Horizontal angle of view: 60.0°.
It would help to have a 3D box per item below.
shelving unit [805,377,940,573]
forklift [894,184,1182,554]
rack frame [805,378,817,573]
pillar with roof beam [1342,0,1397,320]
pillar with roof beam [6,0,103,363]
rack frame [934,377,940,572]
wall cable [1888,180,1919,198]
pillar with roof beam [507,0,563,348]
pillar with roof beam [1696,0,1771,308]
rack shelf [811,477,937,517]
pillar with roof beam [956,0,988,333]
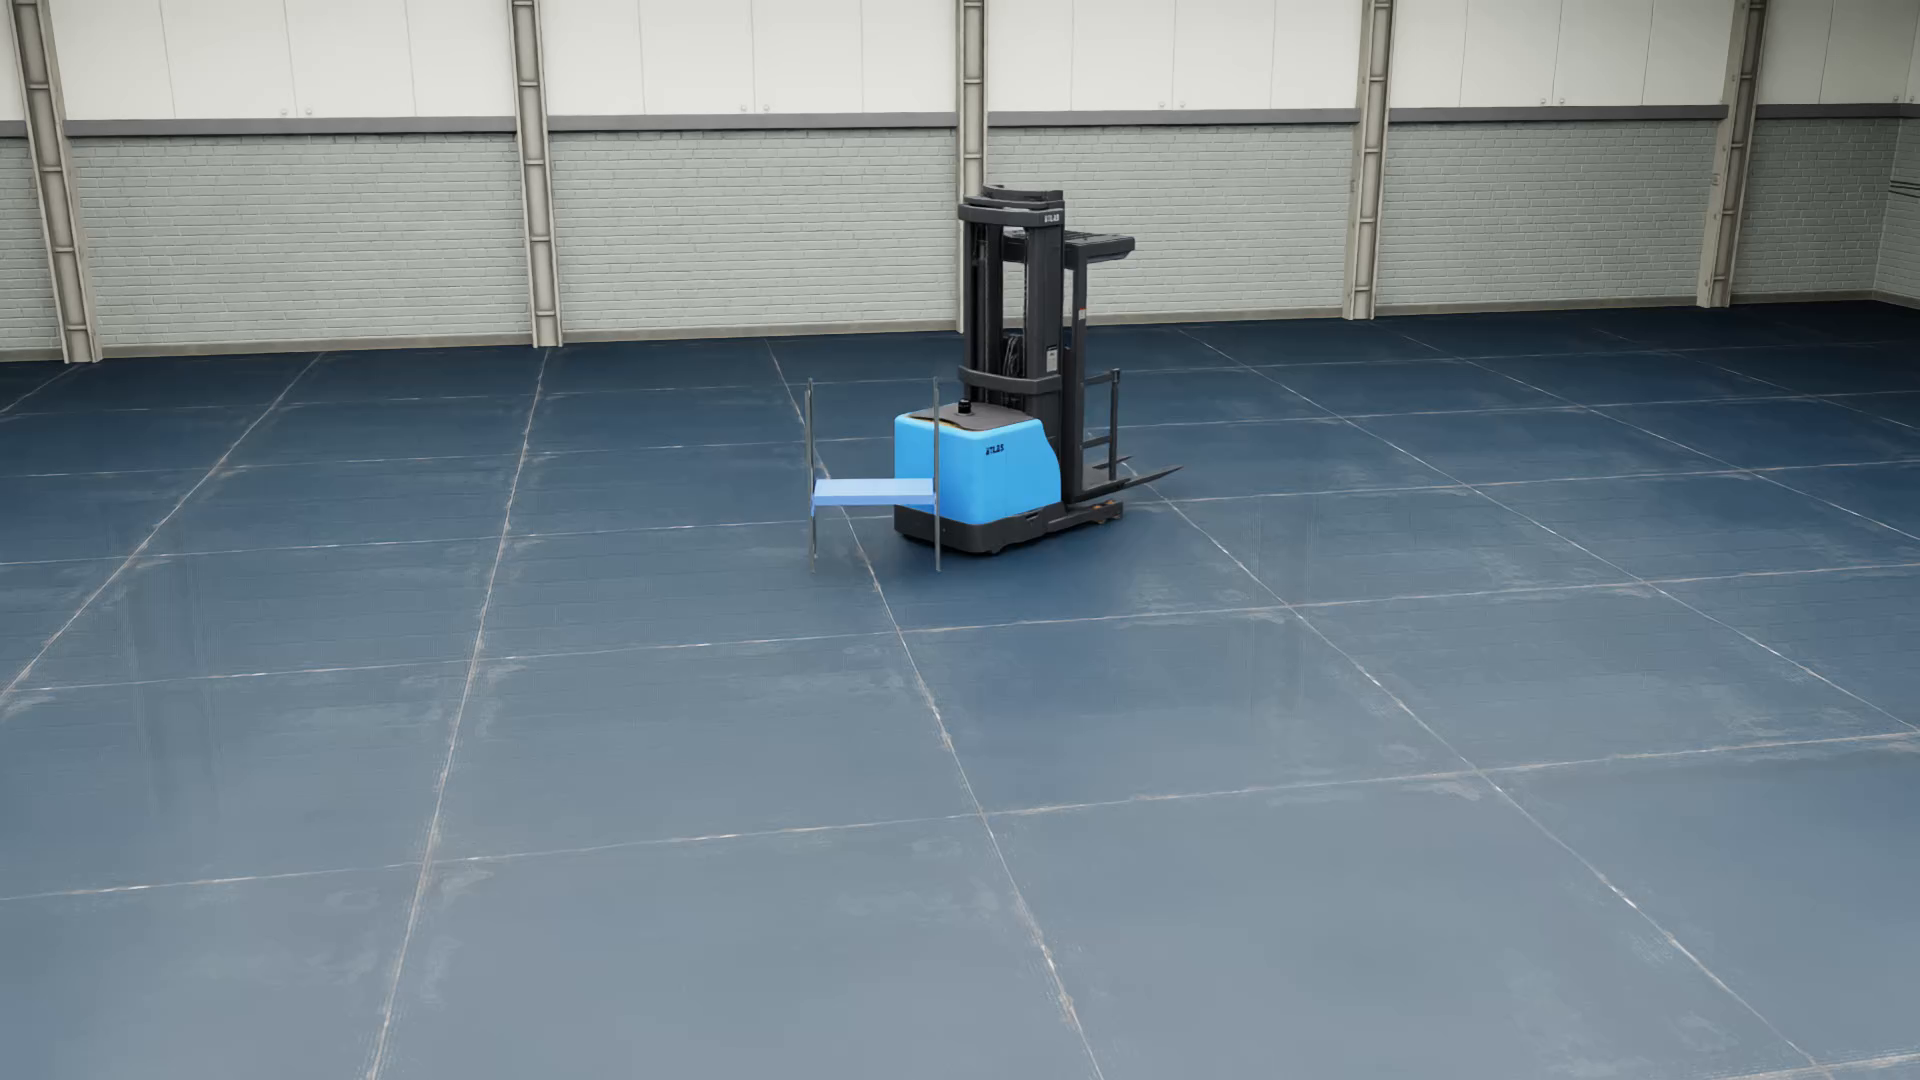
[{"bbox_3d":[-0.697,-0.526,13.468,1.048,1.500,0.538,-1,17,-2],"label":"shelving unit"},{"bbox_3d":[0.819,-1.637,14.650,1.130,2.935,3.031,16,23,42],"label":"forklift"},{"bbox_3d":[-1.205,-0.520,13.451,0.032,1.500,0.500,-1,17,-2],"label":"rack frame"},{"bbox_3d":[6.870,-6.442,19.959,0.400,9.000,9.100,-3,17,-10],"label":"pillar with roof beam"},{"bbox_3d":[-10.803,-5.440,16.695,0.400,9.000,9.100,-3,17,-10],"label":"pillar with roof beam"},{"bbox_3d":[-0.189,-0.531,13.486,0.032,1.500,0.500,-1,17,-2],"label":"rack frame"},{"bbox_3d":[15.088,-6.316,24.837,0.112,2.526,3.097,-3,17,-10],"label":"wall cable"},{"bbox_3d":[-4.912,-5.774,17.783,0.400,9.000,9.100,-3,17,-10],"label":"pillar with roof beam"},{"bbox_3d":[12.761,-6.776,21.047,0.400,9.000,9.100,-3,17,-10],"label":"pillar with roof beam"},{"bbox_3d":[-0.697,-0.354,13.521,1.000,0.185,0.538,-1,17,-2],"label":"rack shelf"},{"bbox_3d":[0.979,-6.108,18.871,0.400,9.000,9.100,-3,17,-10],"label":"pillar with roof beam"}]
